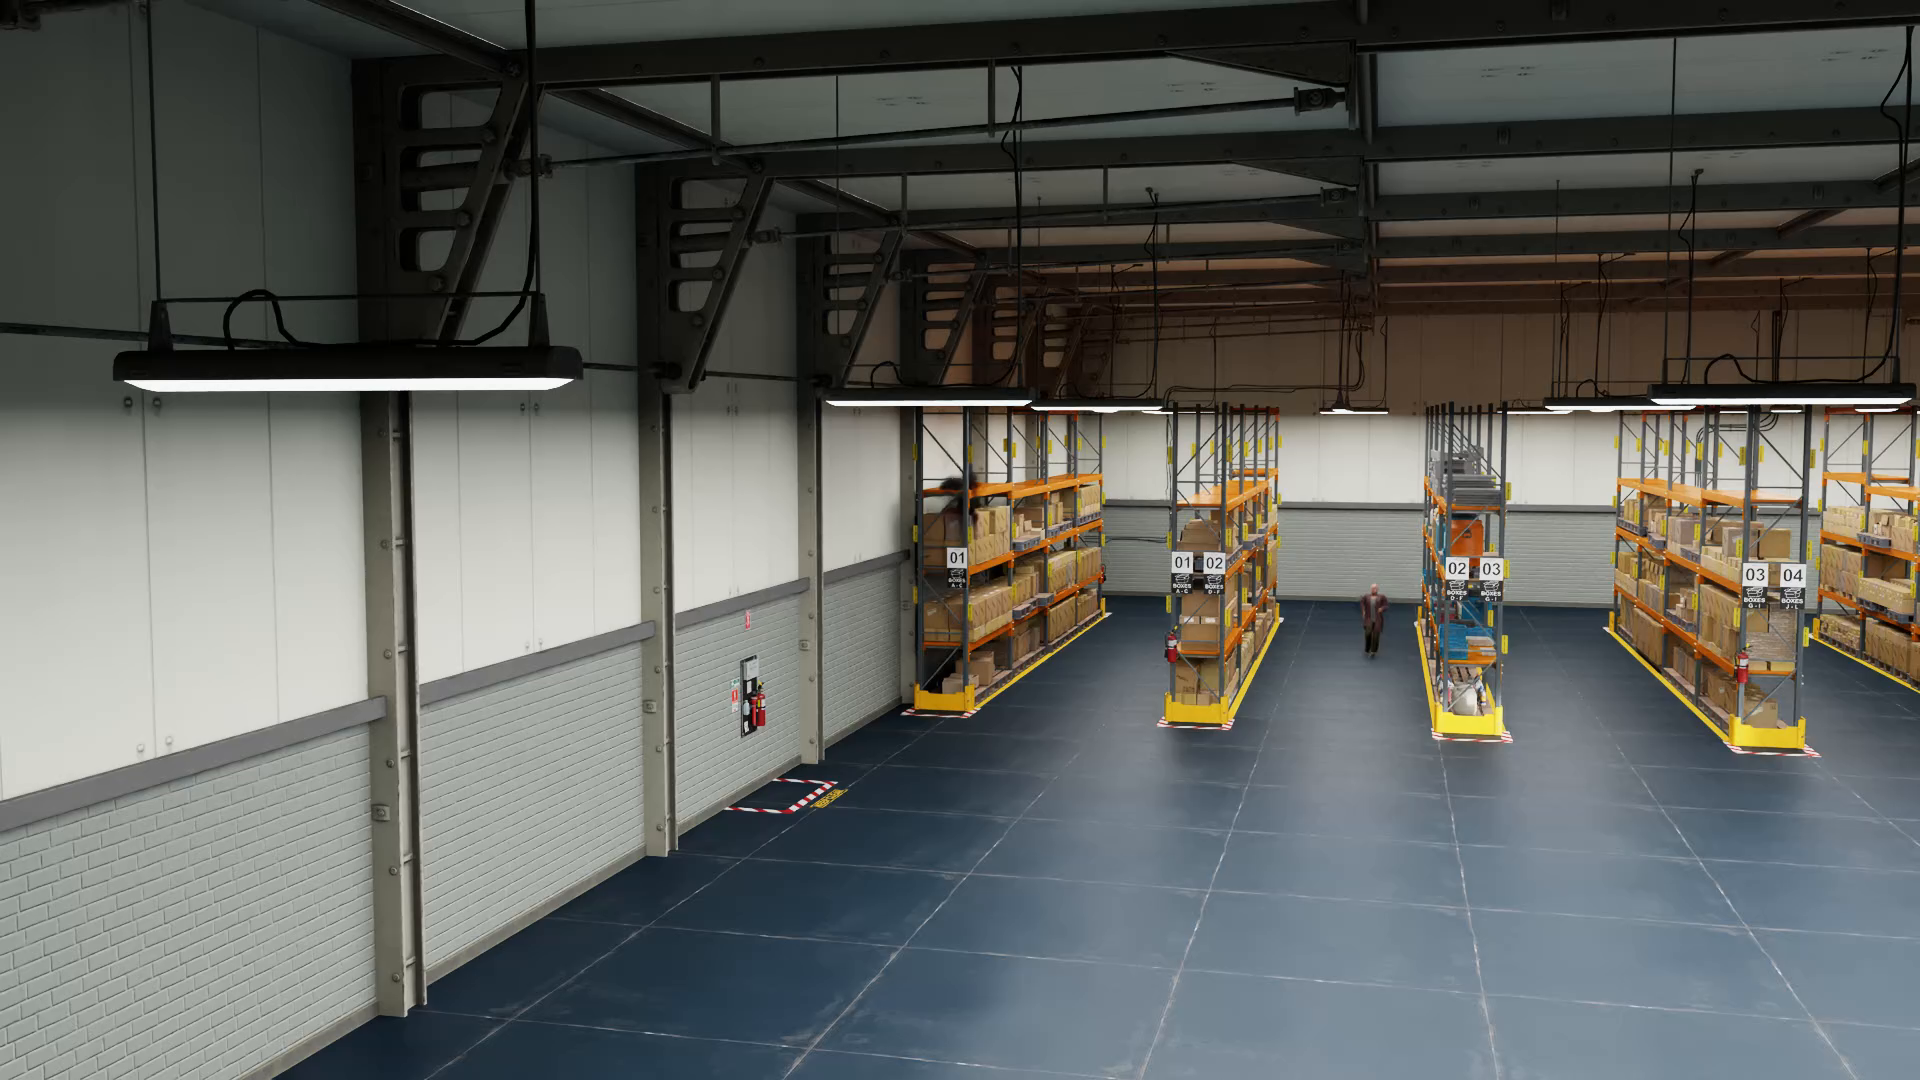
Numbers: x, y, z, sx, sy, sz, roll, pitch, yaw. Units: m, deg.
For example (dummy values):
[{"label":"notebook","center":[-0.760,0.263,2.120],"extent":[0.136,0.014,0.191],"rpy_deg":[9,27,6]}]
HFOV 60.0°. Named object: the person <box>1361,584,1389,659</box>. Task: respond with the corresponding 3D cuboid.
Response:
[{"label":"person","center":[9.810,1.945,39.394],"extent":[0.691,1.819,0.780],"rpy_deg":[1,4,19]}]
